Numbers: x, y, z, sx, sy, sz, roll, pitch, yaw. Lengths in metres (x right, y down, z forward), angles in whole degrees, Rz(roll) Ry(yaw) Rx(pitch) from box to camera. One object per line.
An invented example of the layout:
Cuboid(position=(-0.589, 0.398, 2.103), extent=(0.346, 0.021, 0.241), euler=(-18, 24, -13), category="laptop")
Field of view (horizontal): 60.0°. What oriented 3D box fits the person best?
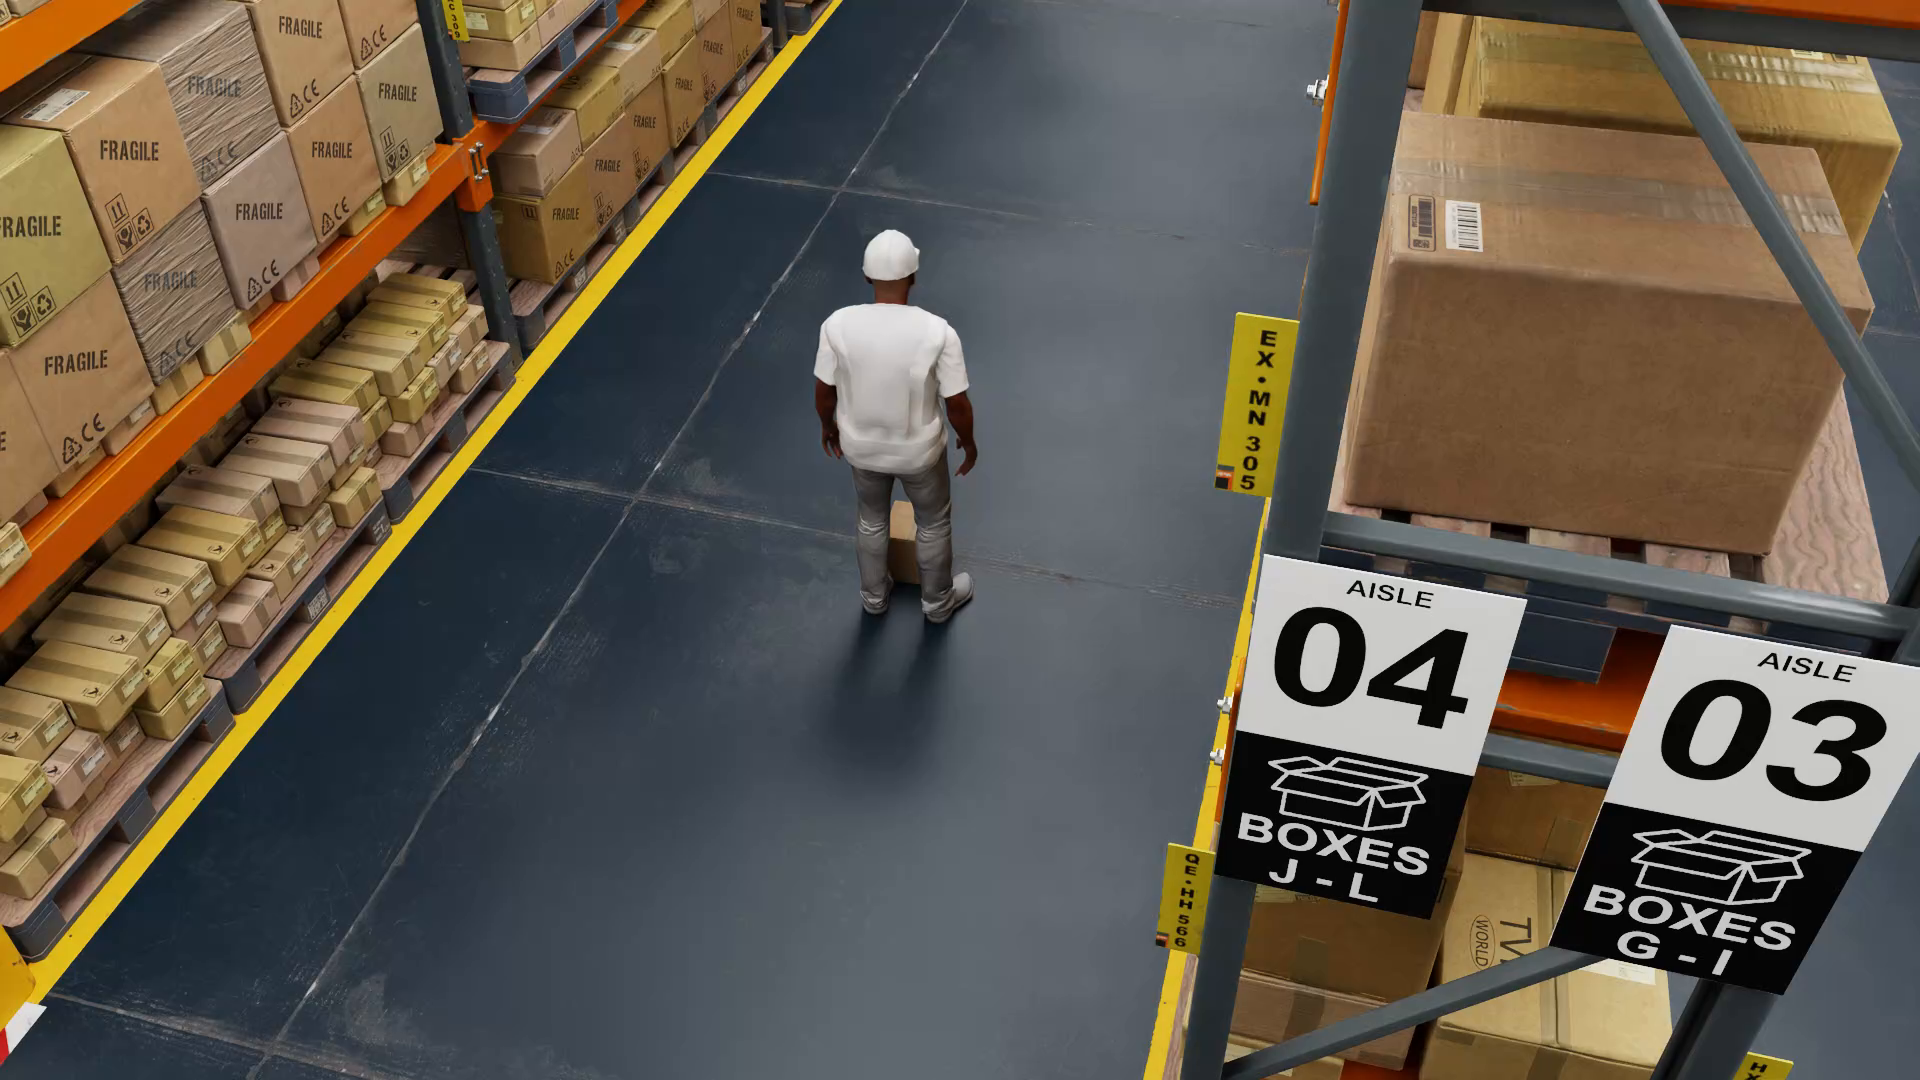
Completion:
Cuboid(position=(-0.249, -0.413, 6.622), extent=(0.637, 1.761, 0.456), euler=(8, 41, 10), category="person")
